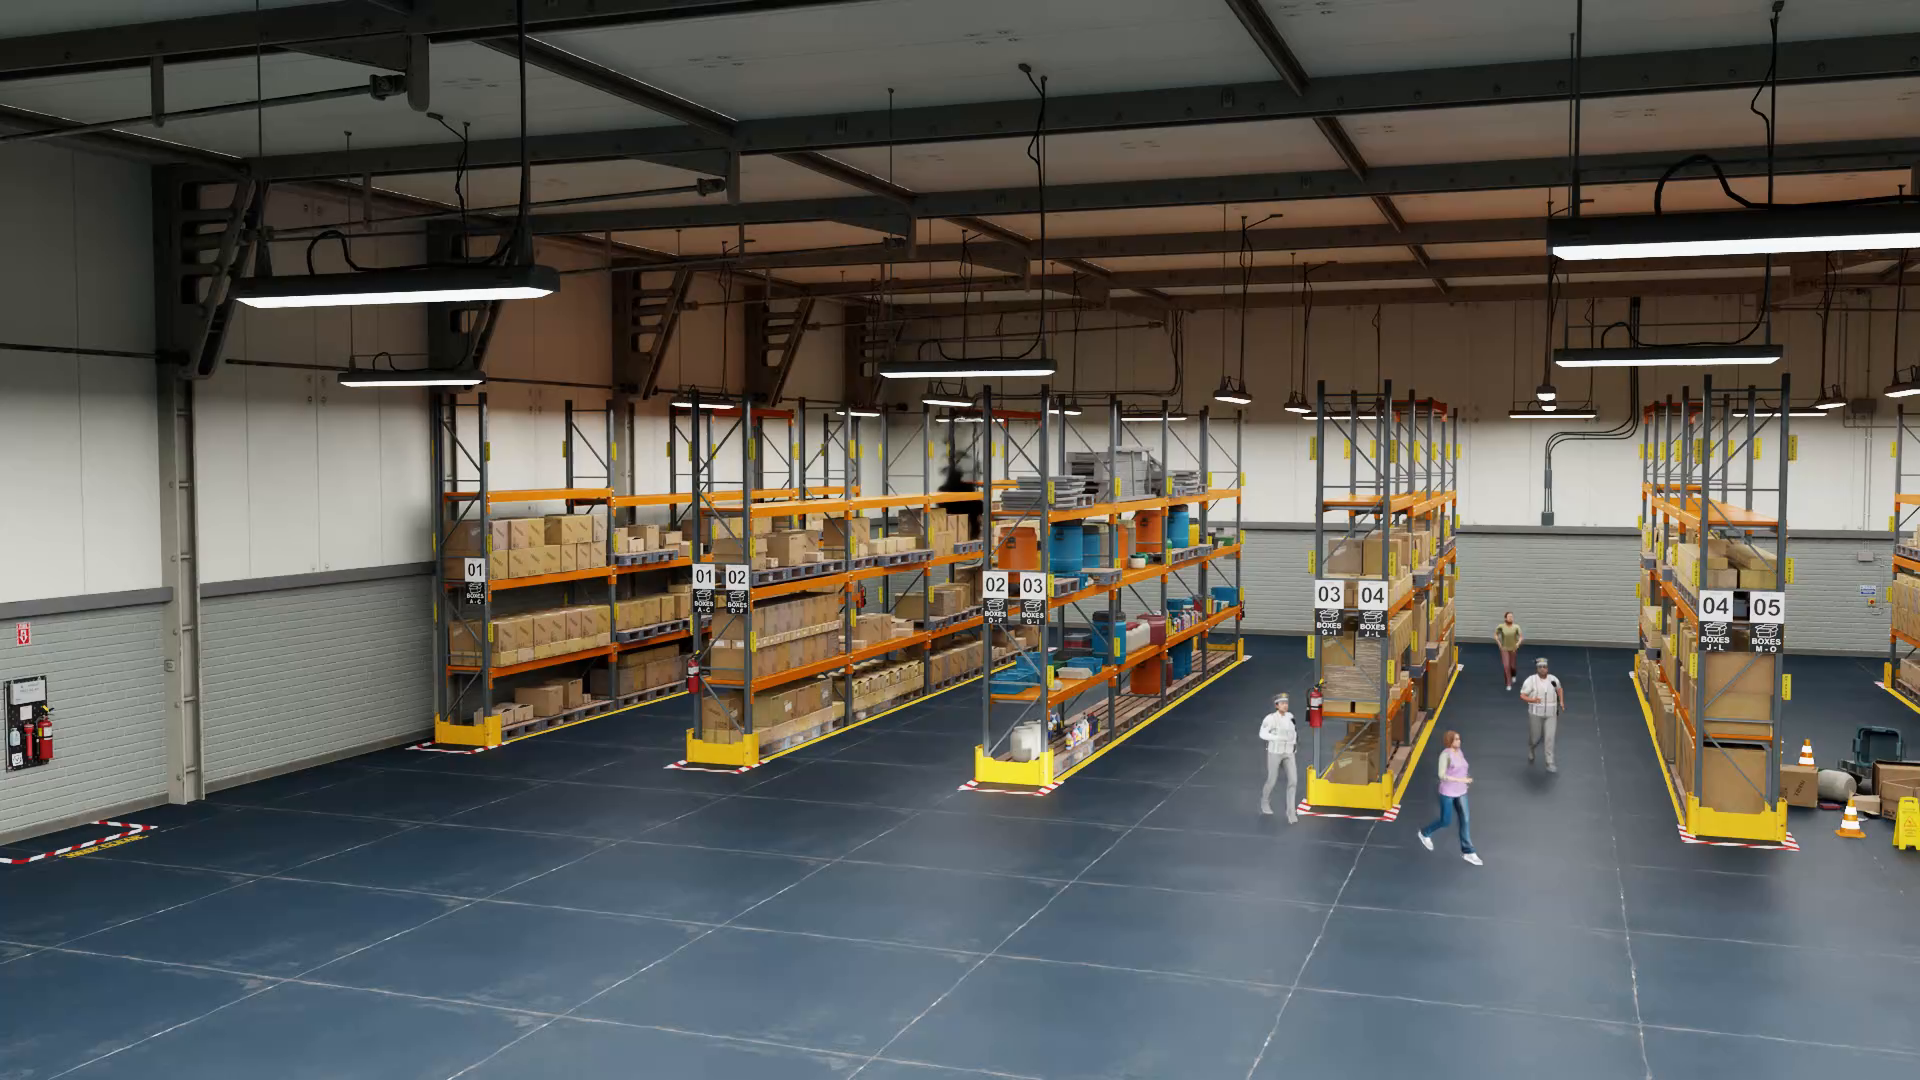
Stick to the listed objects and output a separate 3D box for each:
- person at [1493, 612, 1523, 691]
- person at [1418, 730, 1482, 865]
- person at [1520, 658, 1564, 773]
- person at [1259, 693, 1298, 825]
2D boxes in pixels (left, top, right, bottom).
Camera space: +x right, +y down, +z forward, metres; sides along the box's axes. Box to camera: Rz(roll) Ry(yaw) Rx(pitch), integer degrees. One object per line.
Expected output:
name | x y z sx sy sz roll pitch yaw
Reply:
person | 11.549 2.326 35.058 0.585 1.652 0.693 1 3 15
person | 5.993 3.103 20.286 0.542 1.591 0.896 -2 4 -36
person | 9.129 2.702 26.024 0.675 1.721 1.100 0 3 8
person | 4.360 2.939 22.606 0.616 1.740 0.734 -1 3 -12
